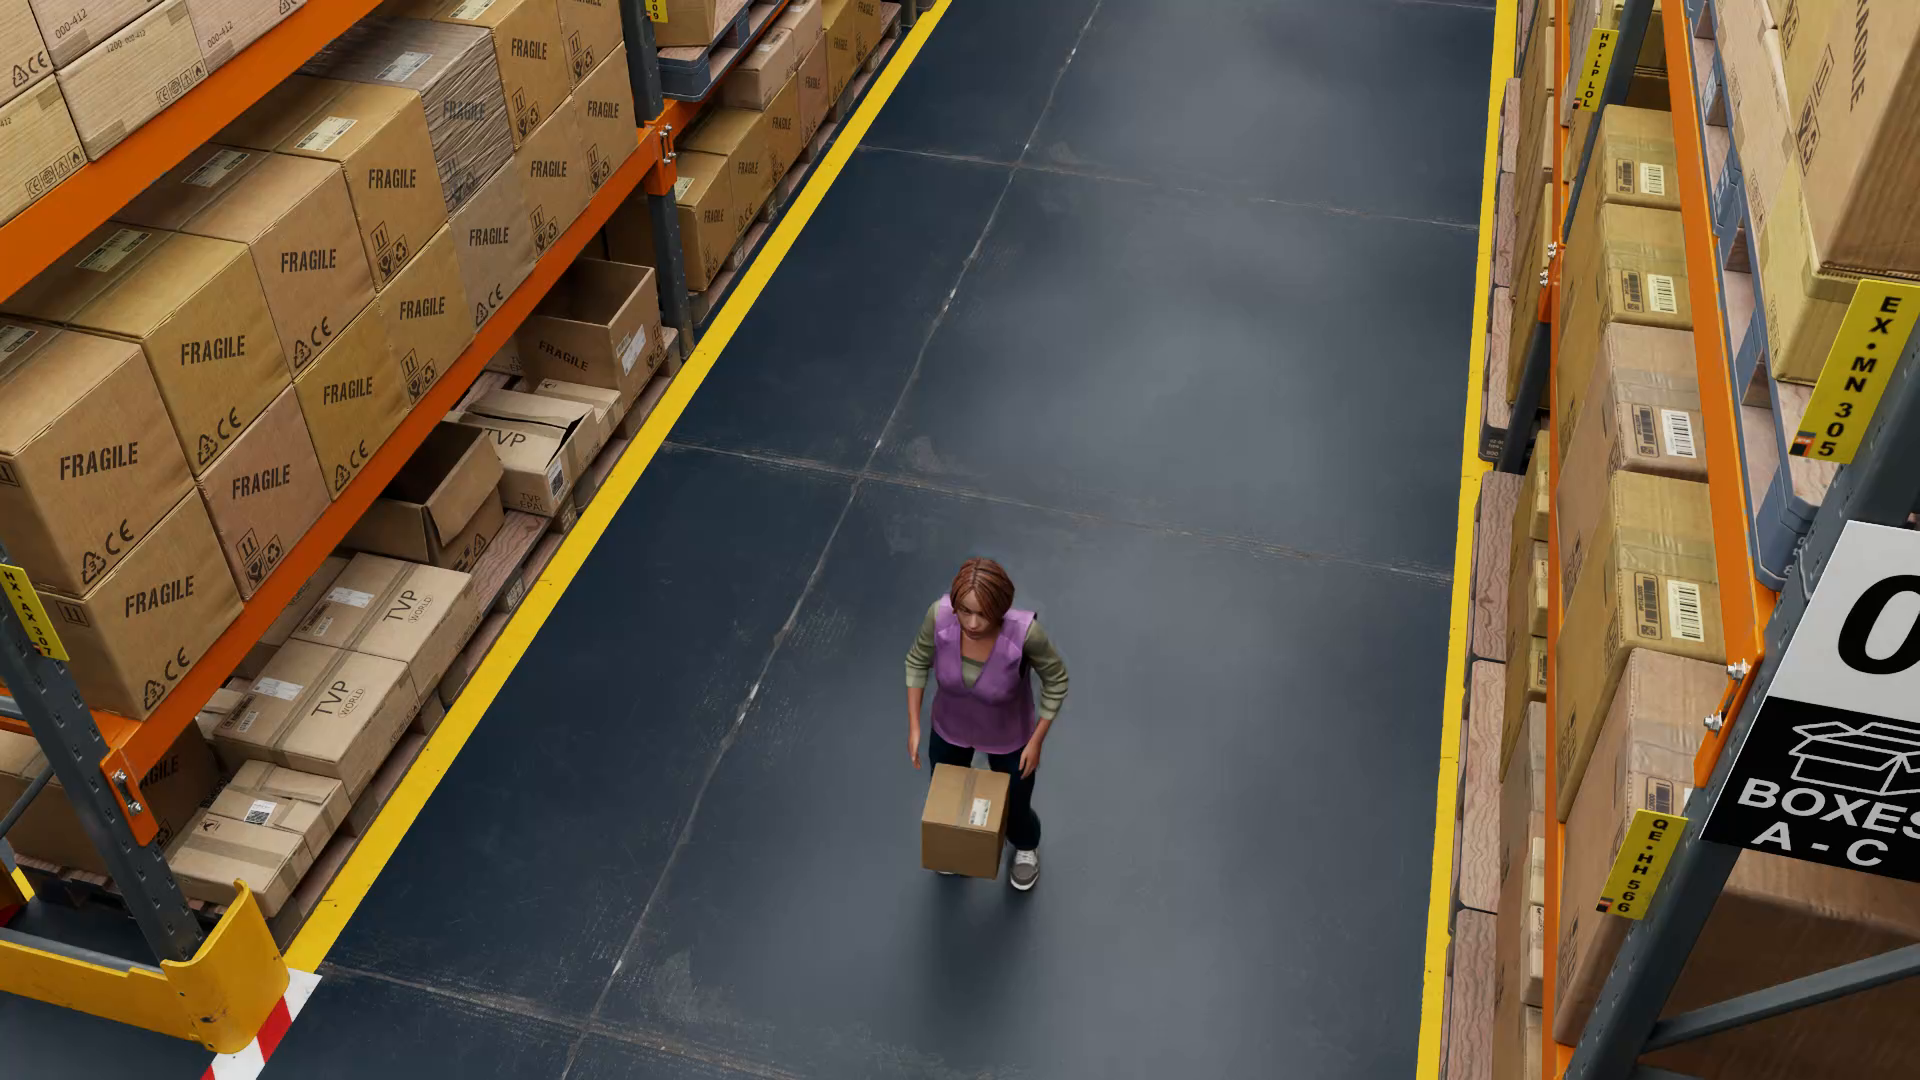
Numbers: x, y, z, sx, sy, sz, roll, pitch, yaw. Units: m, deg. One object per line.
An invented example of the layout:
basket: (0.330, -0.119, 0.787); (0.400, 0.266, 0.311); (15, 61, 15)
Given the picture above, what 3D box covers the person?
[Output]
person: (0.082, 0.621, 5.493); (0.536, 1.563, 0.443); (12, 43, 13)
